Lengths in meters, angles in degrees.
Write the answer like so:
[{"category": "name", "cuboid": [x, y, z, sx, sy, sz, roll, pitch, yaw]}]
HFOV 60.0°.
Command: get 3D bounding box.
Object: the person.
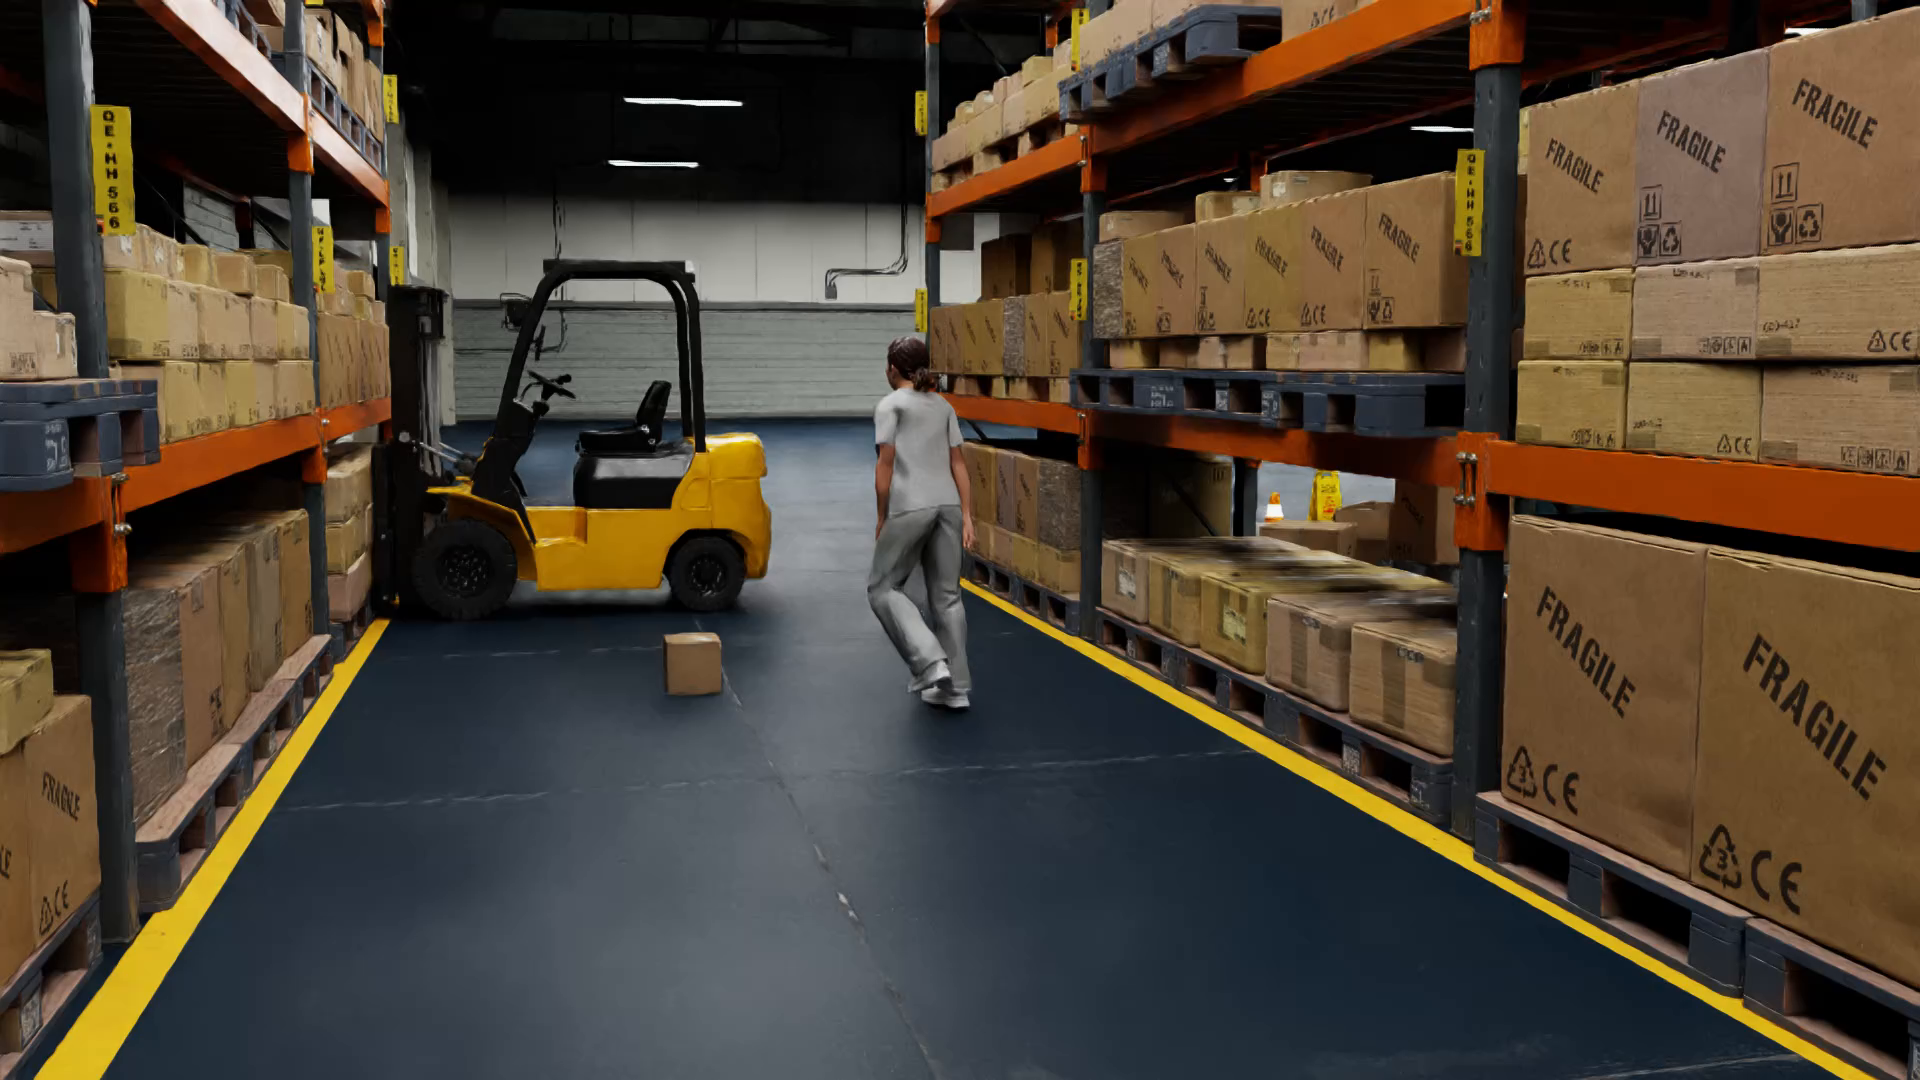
[{"category": "person", "cuboid": [-0.151, -0.080, 7.396, 0.457, 1.649, 0.557, -5, 8, -36]}]
